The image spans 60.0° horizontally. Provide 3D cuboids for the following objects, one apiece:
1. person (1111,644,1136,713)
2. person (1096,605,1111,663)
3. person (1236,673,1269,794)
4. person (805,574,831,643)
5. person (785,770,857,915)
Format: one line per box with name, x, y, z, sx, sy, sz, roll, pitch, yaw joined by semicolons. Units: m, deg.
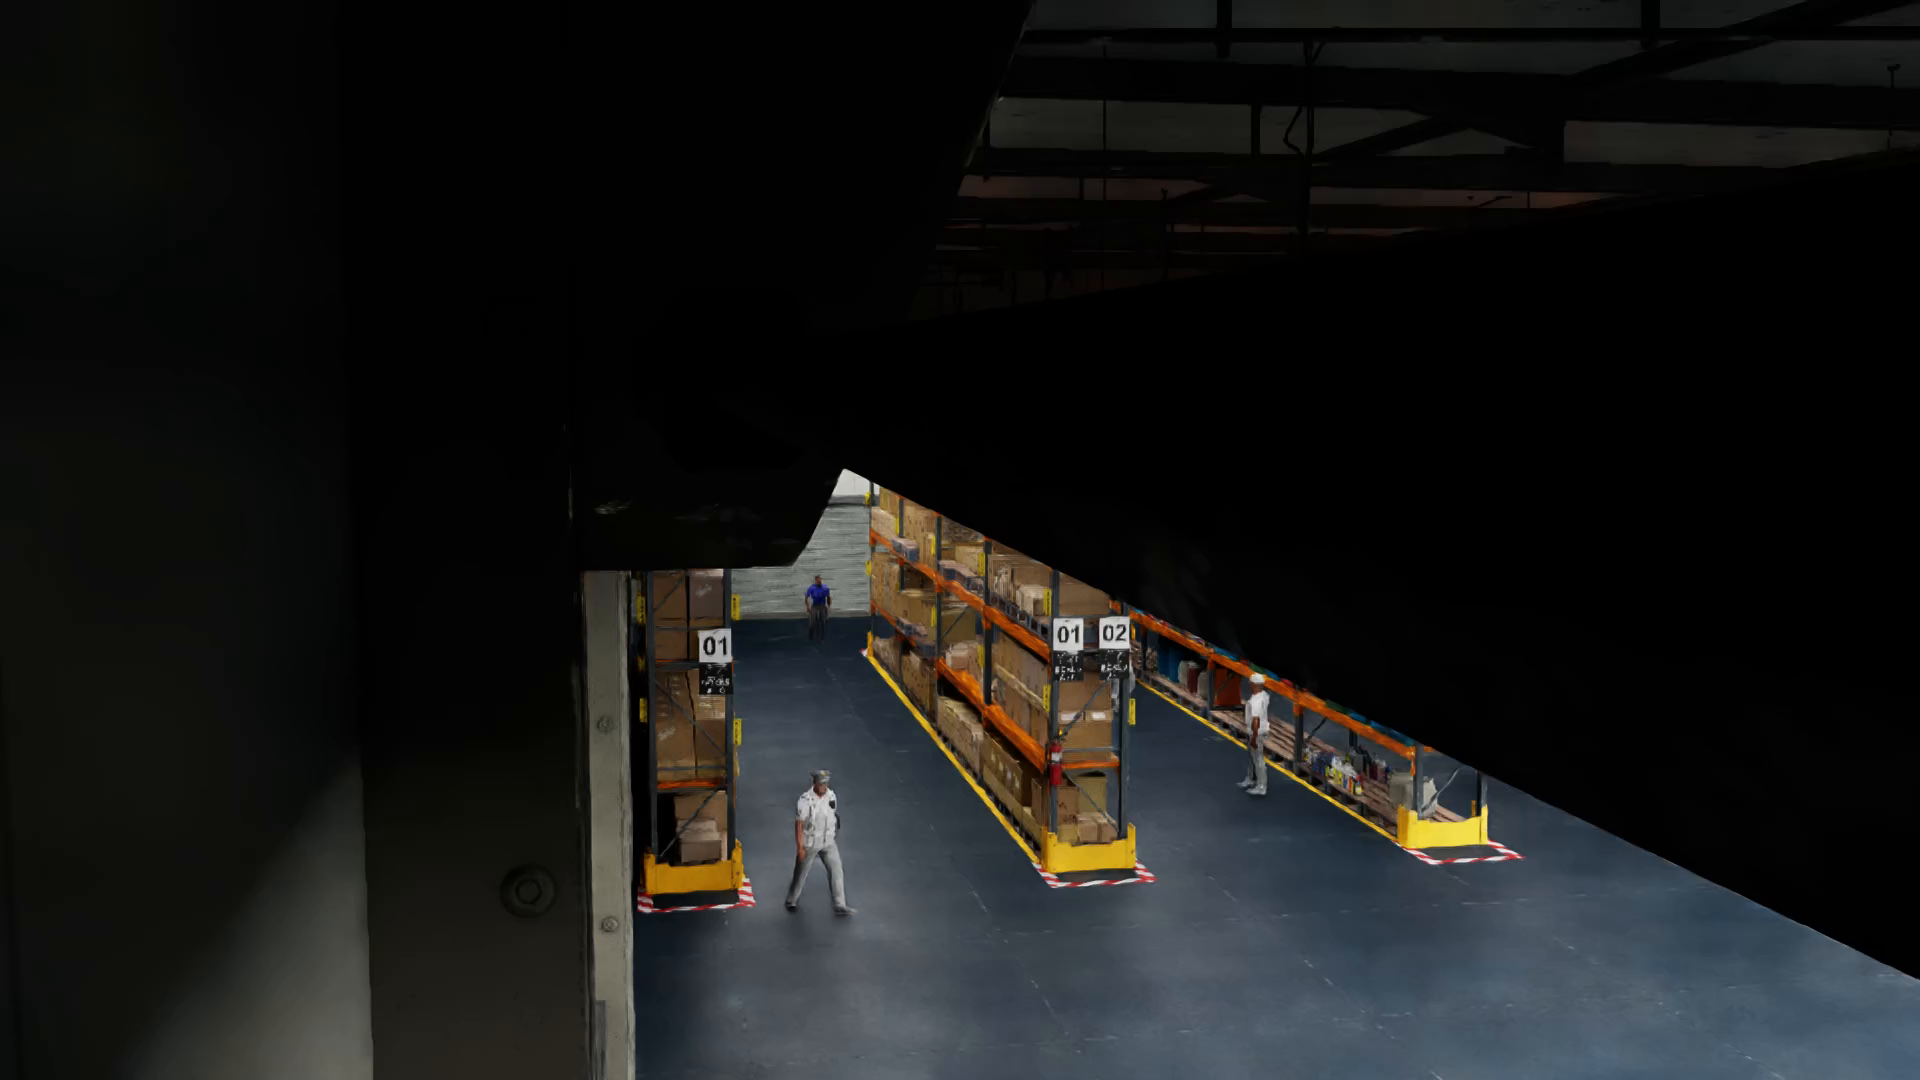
person;2.914;2.274;30.343;0.442;1.786;0.591;-5;8;-41
person;2.895;1.841;34.472;0.580;1.763;0.673;1;6;14
person;4.362;2.857;24.744;0.497;1.765;0.625;2;6;19
person;-3.252;1.569;38.074;0.592;1.604;0.518;-1;6;-13
person;-1.648;3.480;19.254;0.585;1.706;0.976;-4;7;-34
